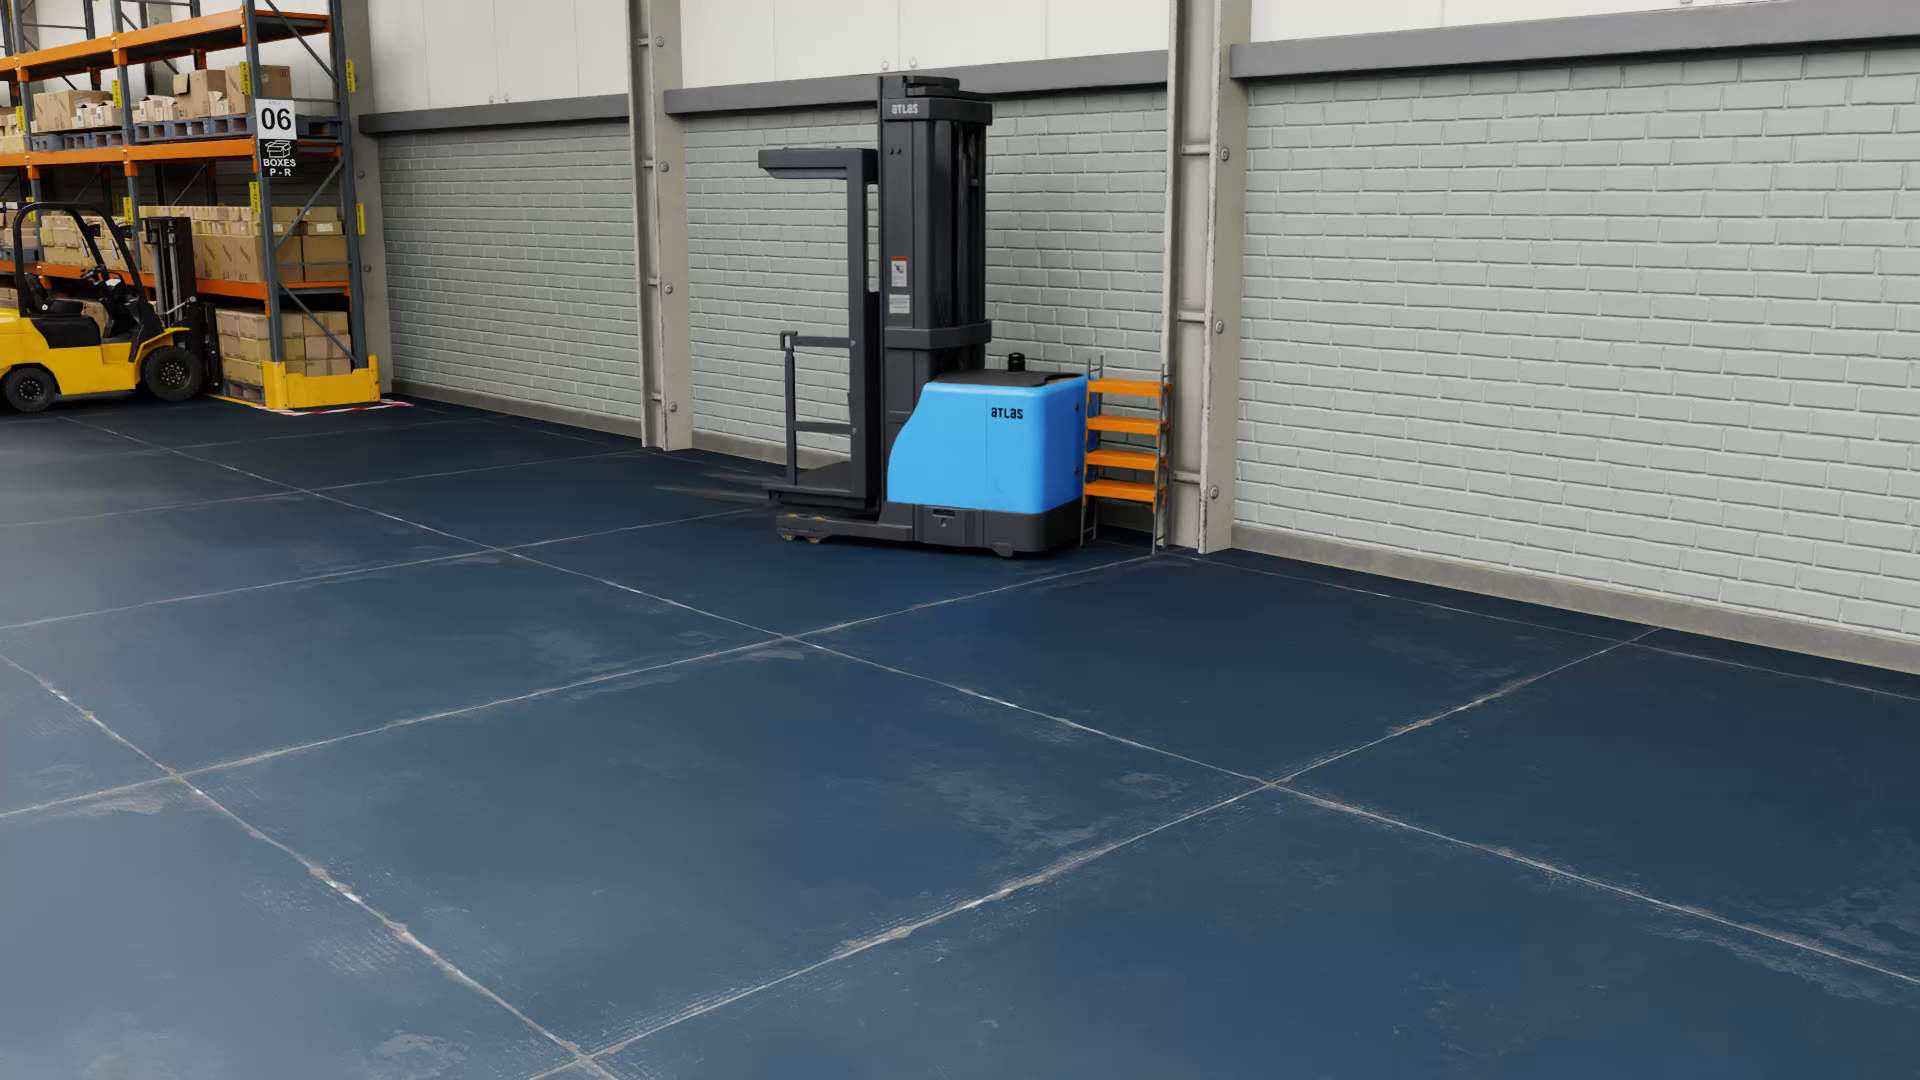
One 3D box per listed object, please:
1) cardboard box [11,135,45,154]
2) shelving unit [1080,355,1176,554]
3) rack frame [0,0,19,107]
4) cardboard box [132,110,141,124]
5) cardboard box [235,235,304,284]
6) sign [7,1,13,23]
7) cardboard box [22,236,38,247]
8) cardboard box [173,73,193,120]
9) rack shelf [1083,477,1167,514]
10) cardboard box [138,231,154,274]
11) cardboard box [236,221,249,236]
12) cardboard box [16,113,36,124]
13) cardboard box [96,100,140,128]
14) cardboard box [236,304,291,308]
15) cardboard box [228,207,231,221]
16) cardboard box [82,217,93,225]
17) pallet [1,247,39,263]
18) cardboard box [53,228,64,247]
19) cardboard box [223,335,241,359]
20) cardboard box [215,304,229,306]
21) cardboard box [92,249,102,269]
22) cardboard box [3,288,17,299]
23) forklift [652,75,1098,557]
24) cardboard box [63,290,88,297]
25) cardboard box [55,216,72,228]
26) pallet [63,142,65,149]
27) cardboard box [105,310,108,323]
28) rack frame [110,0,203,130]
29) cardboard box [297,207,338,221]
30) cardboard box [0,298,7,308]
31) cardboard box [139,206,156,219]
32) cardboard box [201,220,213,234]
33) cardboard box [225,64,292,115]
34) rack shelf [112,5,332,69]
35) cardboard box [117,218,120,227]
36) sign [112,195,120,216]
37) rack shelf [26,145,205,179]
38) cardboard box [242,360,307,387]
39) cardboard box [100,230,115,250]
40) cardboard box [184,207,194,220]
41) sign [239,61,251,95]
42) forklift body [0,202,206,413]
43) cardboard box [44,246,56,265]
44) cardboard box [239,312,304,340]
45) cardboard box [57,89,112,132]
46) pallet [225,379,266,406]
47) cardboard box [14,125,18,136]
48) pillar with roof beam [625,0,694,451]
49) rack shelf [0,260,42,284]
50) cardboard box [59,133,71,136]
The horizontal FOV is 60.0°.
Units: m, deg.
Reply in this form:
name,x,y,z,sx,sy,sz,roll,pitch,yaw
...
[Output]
name,x,y,z,sx,sy,sz,roll,pitch,yaw
cardboard box,-12.997,-5.561,23.410,0.500,0.250,0.500,11,16,43
shelving unit,1.065,-0.546,10.557,0.503,1.200,0.258,7,14,25
rack frame,-15.229,-7.647,25.726,1.000,3.000,0.127,-11,16,-43
cardboard box,-9.614,-5.034,19.812,0.380,0.149,0.250,-10,16,-41
cardboard box,-7.472,-3.041,17.992,0.500,0.500,0.500,-11,16,-44
sign,-14.832,-8.260,25.996,0.100,0.325,0.005,-11,16,-43
cardboard box,-13.198,-4.250,23.687,0.380,0.149,0.250,-11,16,-42
cardboard box,-8.436,-5.016,18.848,0.797,0.503,0.637,-10,15,-41
rack shelf,1.059,-0.286,10.613,0.480,0.148,0.258,7,14,25
cardboard box,-9.587,-3.489,20.164,0.500,0.500,0.500,11,16,44
cardboard box,-7.582,-3.369,17.973,0.380,0.149,0.250,-11,16,-42
cardboard box,-12.918,-5.870,23.184,0.380,0.149,0.250,-10,15,-41
cardboard box,-10.381,-5.293,20.667,0.500,0.311,0.500,11,16,43
cardboard box,-8.171,-2.625,19.515,0.500,0.250,0.500,-11,16,-44
cardboard box,-7.853,-3.605,18.384,0.380,0.149,0.250,-11,16,-42
cardboard box,-11.244,-4.137,21.702,0.250,0.149,0.380,11,16,44
pallet,-12.986,-4.120,23.950,1.213,0.211,1.003,-11,16,-43
cardboard box,-11.992,-4.124,22.628,0.500,0.250,0.500,-10,15,-41
cardboard box,-7.843,-2.163,18.512,0.500,0.250,0.500,-11,16,-43
cardboard box,-8.900,-2.628,19.530,0.500,0.250,0.500,-10,15,-41
cardboard box,-10.914,-3.654,21.585,0.500,0.250,0.500,-11,16,-42
cardboard box,-14.227,-3.736,25.160,0.380,0.149,0.250,-10,15,-41
forklift,-0.642,-1.511,10.982,3.031,2.935,1.130,6,13,25
cardboard box,-12.995,-3.611,24.551,0.380,0.149,0.250,-11,16,-42
cardboard box,-12.079,-4.331,22.645,0.380,0.149,0.250,-10,16,-41
pallet,-14.111,-5.830,24.806,1.213,0.211,1.003,-11,16,-43
cardboard box,-10.603,-2.772,21.779,0.875,0.625,0.625,-11,16,-43
rack frame,-9.705,-6.479,20.059,1.000,3.000,0.127,-11,16,-43
cardboard box,-7.020,-3.548,18.108,0.380,0.149,0.250,-11,16,-44
cardboard box,-14.342,-3.438,25.320,0.500,0.500,0.500,11,16,43
cardboard box,-9.699,-3.965,20.133,0.380,0.149,0.250,-10,16,-41
cardboard box,-8.288,-3.519,18.704,0.380,0.149,0.250,-11,16,-42
cardboard box,-7.424,-4.761,17.615,0.500,0.500,0.500,-10,15,-41
rack shelf,-8.323,-5.639,18.756,1.077,0.370,4.000,-11,16,-43
cardboard box,-10.423,-4.005,21.061,0.380,0.149,0.250,-11,16,-43
sign,-12.068,-4.770,23.759,0.100,0.325,0.005,-11,16,-43
rack shelf,-11.086,-4.950,21.851,1.077,0.370,4.000,-11,16,-43
cardboard box,-7.495,-1.841,18.186,0.500,0.250,0.500,-11,16,-42
cardboard box,-10.589,-3.822,21.164,0.500,0.250,0.500,11,16,44
cardboard box,-8.752,-3.788,19.274,0.380,0.149,0.250,-11,16,-43
sign,-7.344,-4.748,17.090,0.100,0.325,0.005,-11,16,-43
forklift body,-9.571,-2.564,18.026,2.313,2.155,1.214,-11,16,-43
cardboard box,-12.337,-3.952,23.034,0.500,0.250,0.500,-11,16,-42
cardboard box,-7.486,-2.330,18.081,0.500,0.250,0.500,-10,15,-41
cardboard box,-11.440,-5.609,21.734,0.500,0.500,0.500,-10,16,-41
pallet,-7.501,-1.697,18.626,1.003,0.211,1.213,-11,16,-43
cardboard box,-13.214,-5.816,23.659,0.380,0.149,0.250,-10,16,-41
pillar with roof beam,-5.741,-4.647,11.167,9.100,9.000,0.400,-11,16,-43
rack shelf,-13.848,-4.064,24.988,1.077,0.370,4.000,-11,16,-43
cardboard box,-12.546,-5.802,23.591,0.380,0.149,0.250,-11,16,-42
